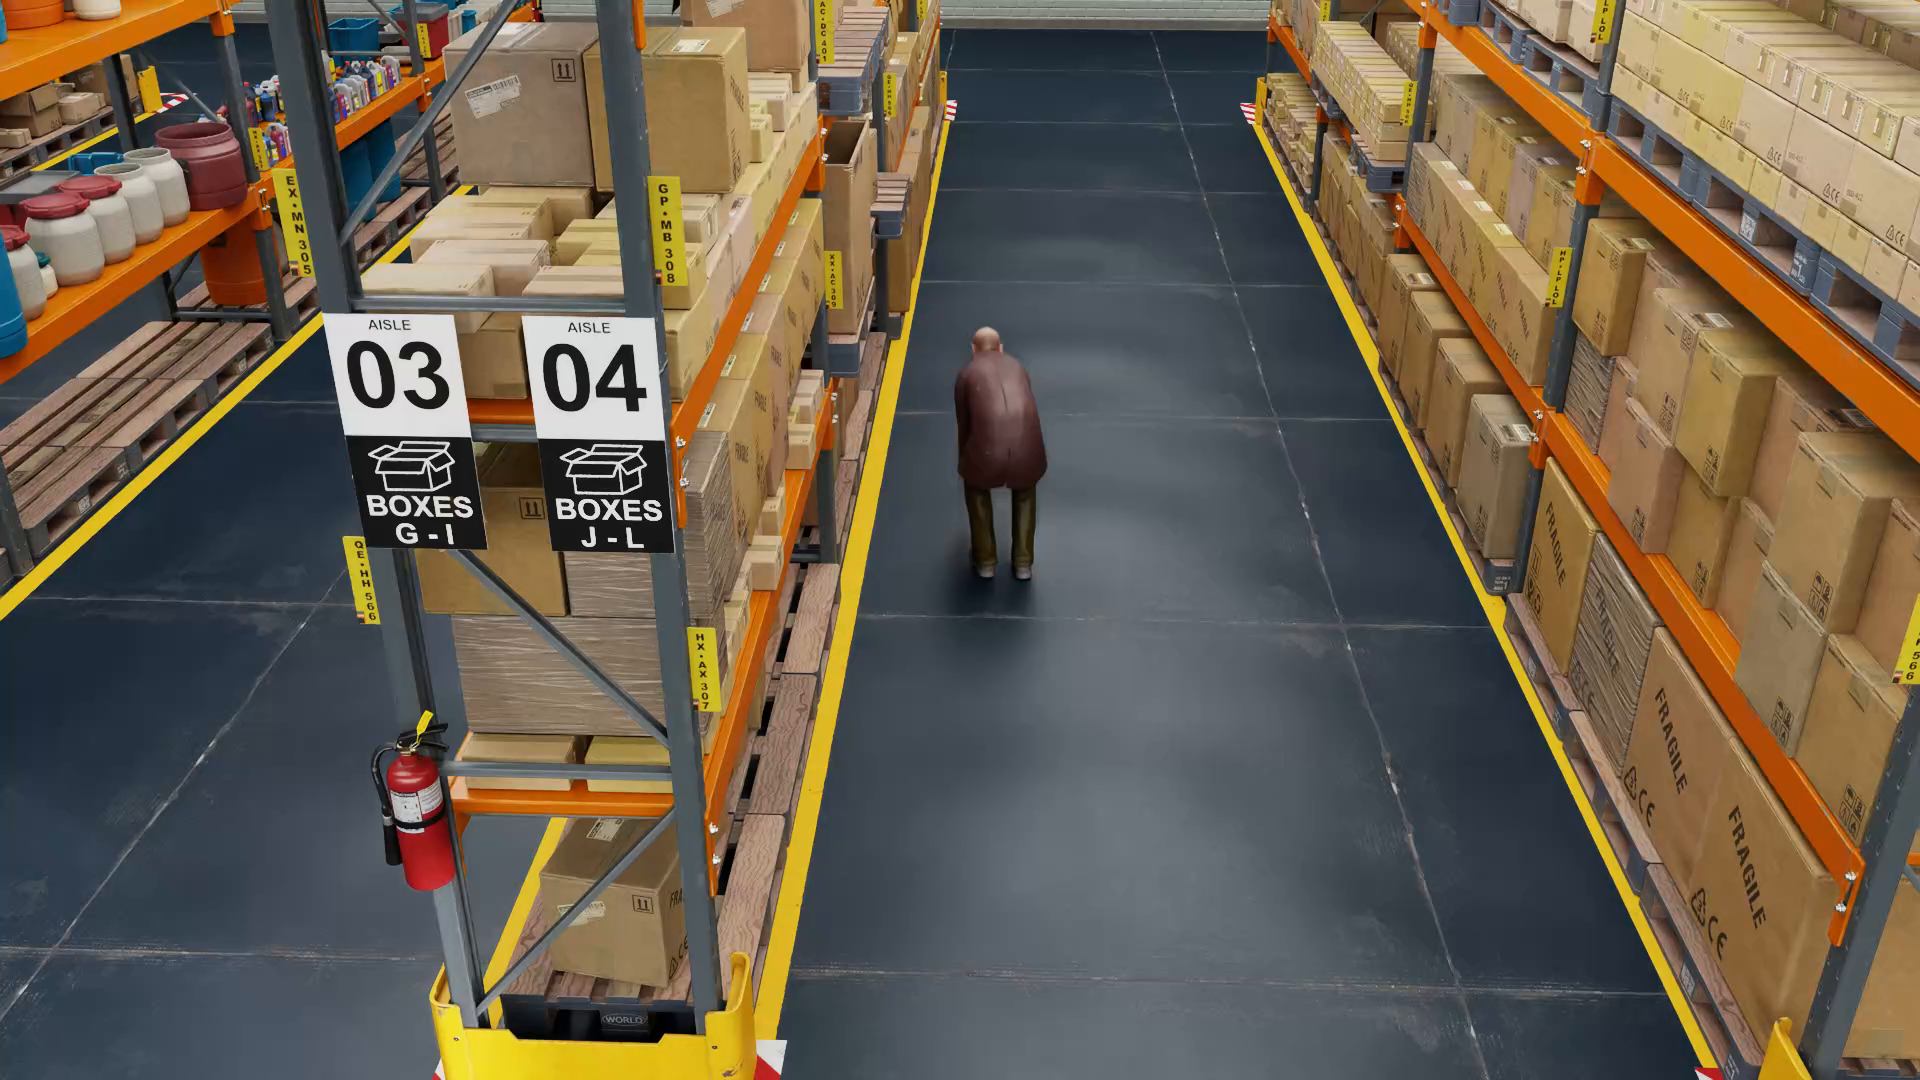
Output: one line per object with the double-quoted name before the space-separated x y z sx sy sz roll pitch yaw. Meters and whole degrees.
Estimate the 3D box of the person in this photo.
"person" 0.225 -0.515 10.084 0.547 1.355 0.891 -4 28 -7
